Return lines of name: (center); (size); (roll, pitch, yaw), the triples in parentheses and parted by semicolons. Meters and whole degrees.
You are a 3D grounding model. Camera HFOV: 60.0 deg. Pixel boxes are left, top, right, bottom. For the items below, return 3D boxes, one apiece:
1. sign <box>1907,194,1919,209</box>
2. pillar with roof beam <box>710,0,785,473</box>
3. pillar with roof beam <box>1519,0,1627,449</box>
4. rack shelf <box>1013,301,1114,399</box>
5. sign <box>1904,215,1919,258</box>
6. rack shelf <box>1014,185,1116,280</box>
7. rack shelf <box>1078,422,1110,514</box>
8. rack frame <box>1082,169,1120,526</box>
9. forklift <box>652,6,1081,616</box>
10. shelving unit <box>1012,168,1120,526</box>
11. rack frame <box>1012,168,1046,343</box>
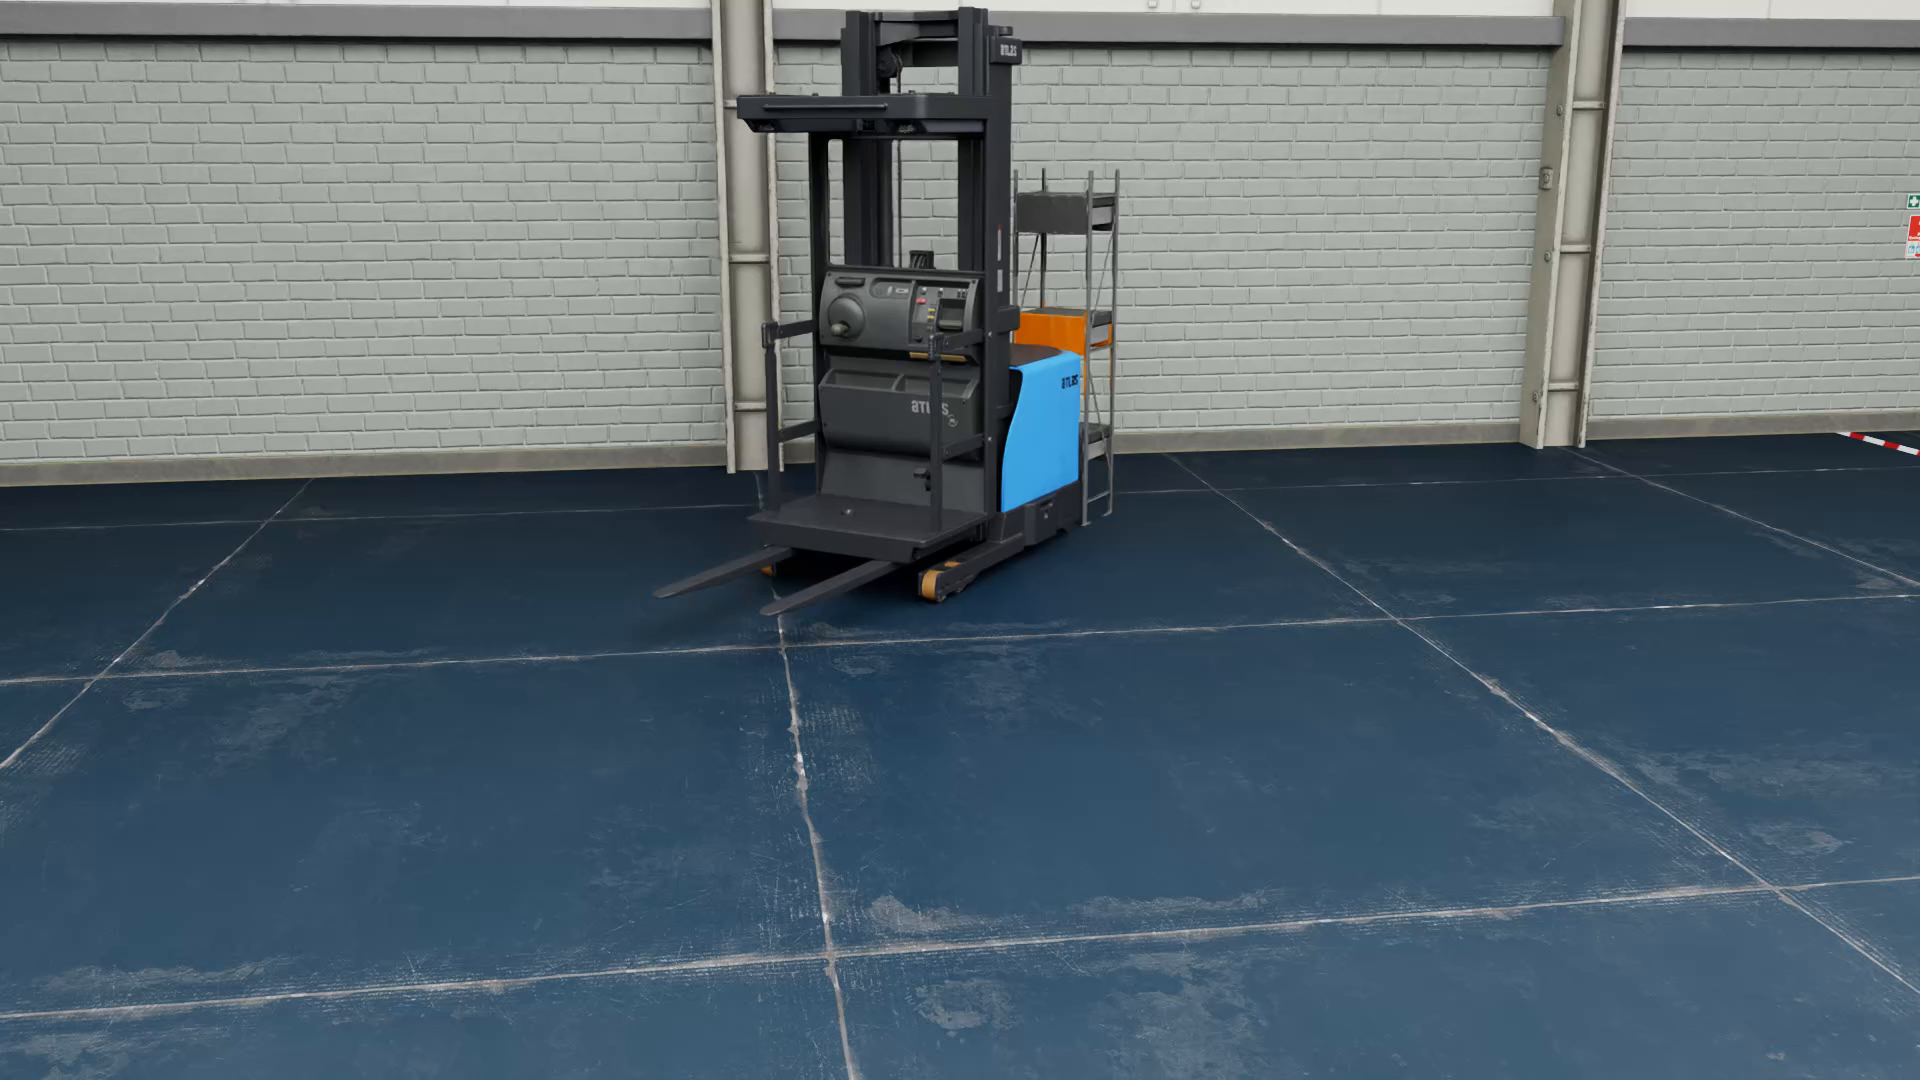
sign: (7.413, -2.596, 12.745); (0.331, 0.109, 0.001); (-2, 14, -8)
pillar with roof beam: (-0.806, -3.839, 6.530); (0.400, 9.000, 9.100); (-2, 14, -8)
pillar with roof beam: (5.127, -4.056, 7.397); (0.400, 9.000, 9.100); (-2, 14, -8)
rack shelf: (0.632, -1.160, 10.085); (0.480, 0.518, 0.431); (8, 16, 29)
sign: (7.408, -2.341, 12.817); (0.234, 0.329, 0.001); (-2, 14, -8)
rack shelf: (0.632, -1.839, 9.915); (0.480, 0.518, 0.431); (8, 16, 29)
rack shelf: (0.632, -0.481, 10.255); (0.480, 0.518, 0.431); (8, 16, 29)
rack frame: (0.844, -1.144, 9.964); (0.015, 2.100, 0.400); (8, 16, 29)
forklift: (-0.428, -1.230, 8.601); (1.130, 2.935, 3.031); (8, 16, 28)
shelving unit: (0.632, -1.173, 10.082); (0.503, 2.100, 0.431); (8, 16, 29)
rack frame: (0.420, -1.202, 10.199); (0.015, 2.100, 0.400); (8, 16, 29)
